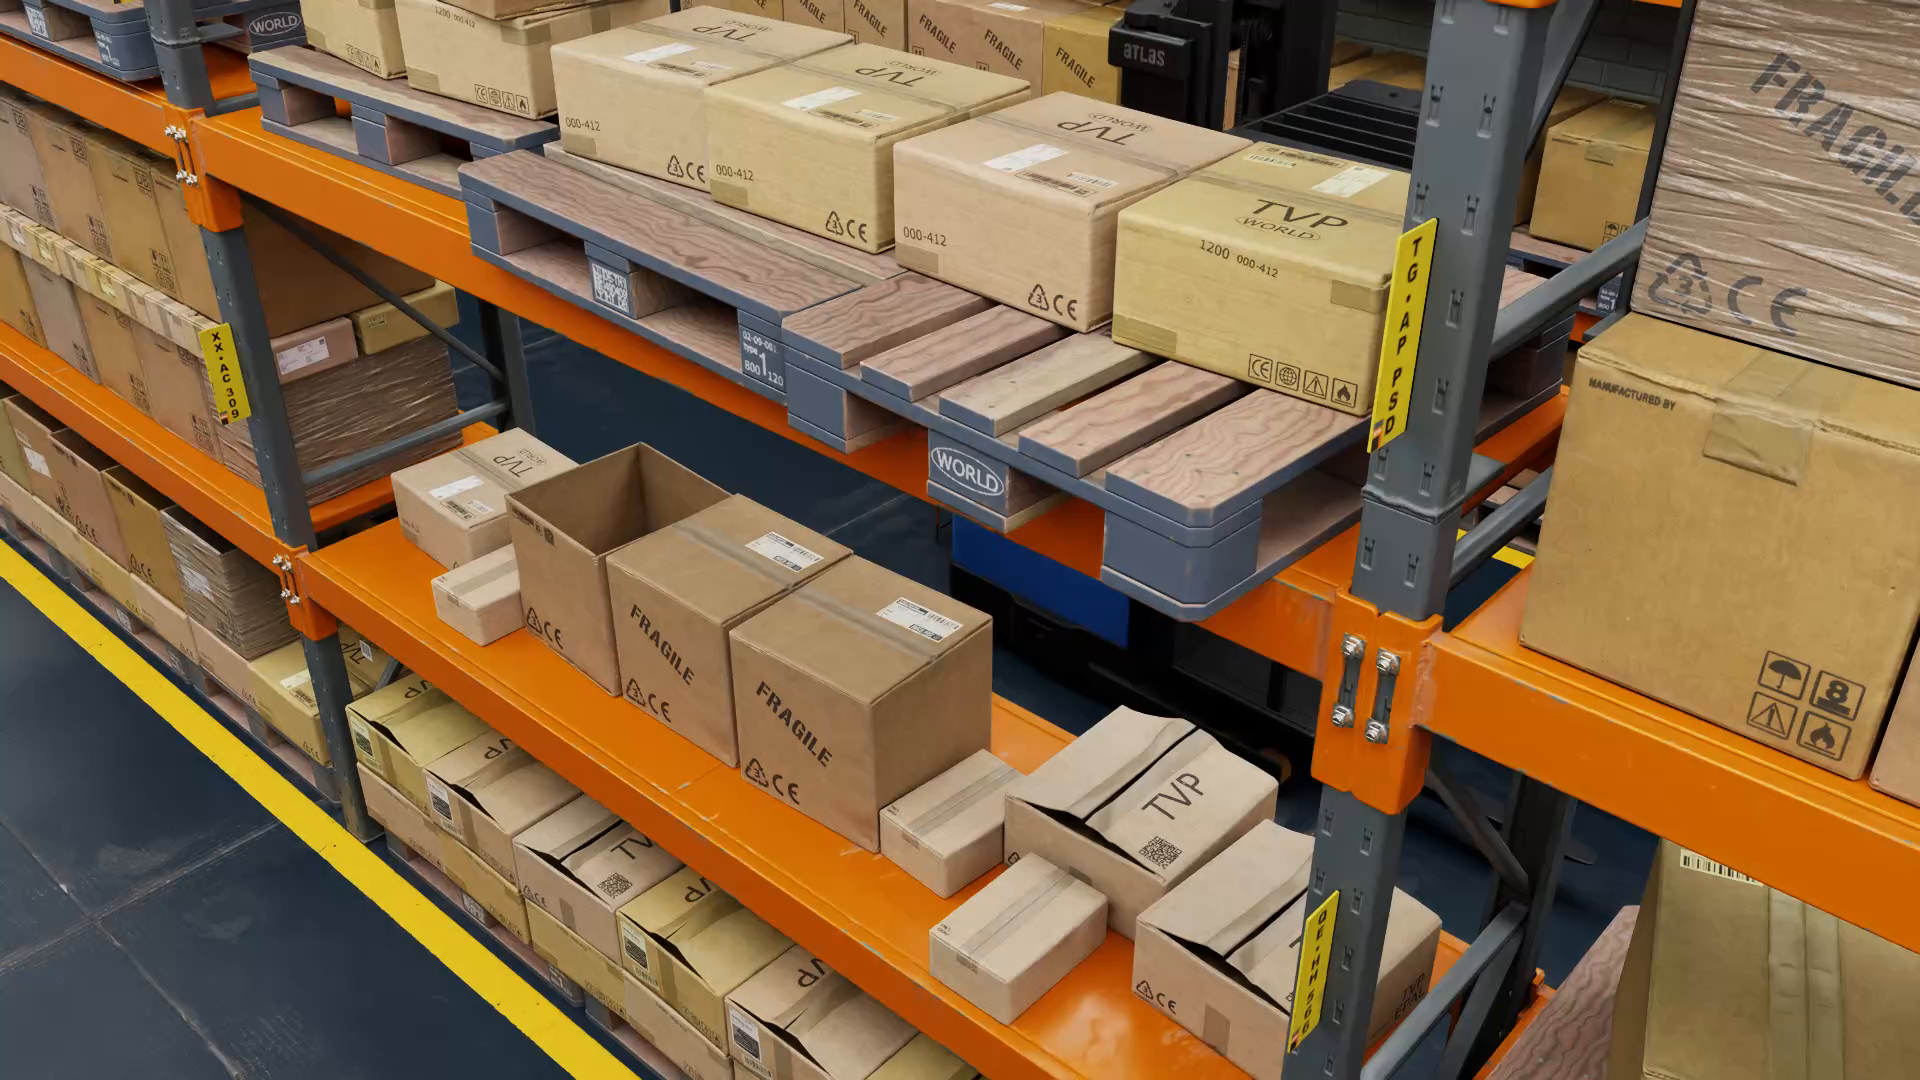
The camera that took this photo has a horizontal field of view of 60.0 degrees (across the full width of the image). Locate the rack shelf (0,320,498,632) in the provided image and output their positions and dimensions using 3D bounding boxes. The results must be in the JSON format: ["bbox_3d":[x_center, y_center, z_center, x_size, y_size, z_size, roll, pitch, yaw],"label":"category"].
[{"bbox_3d":[-3.454,-0.718,7.233,4.000,0.370,1.077,25,39,35],"label":"rack shelf"}]

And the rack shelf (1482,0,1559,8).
[{"bbox_3d":[2.478,-0.349,1.189,4.000,0.370,1.077,25,39,35],"label":"rack shelf"}]

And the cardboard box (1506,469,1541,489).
[{"bbox_3d":[3.056,-0.576,8.296,0.500,0.500,0.700,25,39,35],"label":"cardboard box"}]

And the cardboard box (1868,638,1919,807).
[{"bbox_3d":[1.719,0.037,2.276,0.500,0.500,0.910,25,39,35],"label":"cardboard box"}]

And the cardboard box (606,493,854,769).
[{"bbox_3d":[-0.650,0.250,4.829,0.500,0.500,0.500,25,39,35],"label":"cardboard box"}]

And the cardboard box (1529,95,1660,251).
[{"bbox_3d":[3.022,-1.658,7.573,0.500,0.500,0.700,25,39,35],"label":"cardboard box"}]

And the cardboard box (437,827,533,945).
[{"bbox_3d":[-1.460,1.075,5.814,0.500,0.250,0.500,26,40,36],"label":"cardboard box"}]

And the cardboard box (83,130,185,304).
[{"bbox_3d":[-2.679,-1.259,6.078,0.500,0.500,0.700,25,39,35],"label":"cardboard box"}]

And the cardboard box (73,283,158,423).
[{"bbox_3d":[-3.069,-0.884,6.712,0.500,0.500,0.700,26,39,36],"label":"cardboard box"}]

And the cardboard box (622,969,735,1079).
[{"bbox_3d":[-0.697,1.430,5.225,0.500,0.250,0.500,26,40,36],"label":"cardboard box"}]

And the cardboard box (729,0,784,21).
[{"bbox_3d":[-1.103,-3.425,10.430,0.500,0.500,0.500,25,39,35],"label":"cardboard box"}]

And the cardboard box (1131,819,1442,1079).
[{"bbox_3d":[0.755,0.946,3.857,0.500,0.311,0.500,-27,40,-37],"label":"cardboard box"}]

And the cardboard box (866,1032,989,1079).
[{"bbox_3d":[0.052,1.543,4.493,0.500,0.311,0.500,24,39,34],"label":"cardboard box"}]

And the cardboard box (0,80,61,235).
[{"bbox_3d":[-3.420,-1.605,6.653,0.500,0.500,0.700,25,39,35],"label":"cardboard box"}]

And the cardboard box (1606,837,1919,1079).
[{"bbox_3d":[1.538,1.002,3.173,0.500,0.500,0.700,12,33,19],"label":"cardboard box"}]

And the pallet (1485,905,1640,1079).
[{"bbox_3d":[1.545,1.340,3.302,1.003,0.211,1.213,25,39,35],"label":"pallet"}]

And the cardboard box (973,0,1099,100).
[{"bbox_3d":[0.419,-2.711,9.245,0.500,0.500,0.500,25,39,35],"label":"cardboard box"}]

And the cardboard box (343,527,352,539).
[{"bbox_3d":[-2.480,-0.108,7.053,0.500,0.500,0.500,25,39,35],"label":"cardboard box"}]

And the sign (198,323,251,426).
[{"bbox_3d":[-2.342,-0.526,5.300,0.005,0.325,0.100,25,39,35],"label":"sign"}]

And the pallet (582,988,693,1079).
[{"bbox_3d":[-0.489,1.522,5.516,1.213,0.211,1.003,25,39,35],"label":"pallet"}]

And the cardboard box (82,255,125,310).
[{"bbox_3d":[-3.069,-1.020,6.310,0.250,0.149,0.380,25,39,35],"label":"cardboard box"}]

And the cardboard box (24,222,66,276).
[{"bbox_3d":[-3.455,-1.198,6.606,0.250,0.149,0.380,27,40,37],"label":"cardboard box"}]

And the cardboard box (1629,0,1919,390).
[{"bbox_3d":[1.314,-0.553,2.285,0.500,0.500,0.500,25,39,35],"label":"cardboard box"}]

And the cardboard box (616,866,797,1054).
[{"bbox_3d":[-0.691,1.193,5.075,0.500,0.311,0.500,26,40,36],"label":"cardboard box"}]

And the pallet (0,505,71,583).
[{"bbox_3d":[-4.341,-0.276,8.503,1.213,0.211,1.003,25,39,35],"label":"pallet"}]

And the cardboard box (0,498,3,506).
[{"bbox_3d":[-4.688,-0.450,8.348,0.500,0.250,0.500,25,39,35],"label":"cardboard box"}]

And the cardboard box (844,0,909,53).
[{"bbox_3d":[-0.333,-3.070,9.840,0.500,0.500,0.500,26,40,36],"label":"cardboard box"}]

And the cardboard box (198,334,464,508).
[{"bbox_3d":[-2.304,-0.528,6.122,0.500,0.500,0.700,24,38,34],"label":"cardboard box"}]

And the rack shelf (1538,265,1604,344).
[{"bbox_3d":[2.834,-1.230,8.082,4.000,0.370,1.077,25,39,35],"label":"rack shelf"}]

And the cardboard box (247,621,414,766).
[{"bbox_3d":[-2.461,0.587,6.626,0.500,0.250,0.500,25,39,35],"label":"cardboard box"}]

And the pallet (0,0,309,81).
[{"bbox_3d":[-2.620,-1.867,5.620,1.213,0.211,1.003,25,39,35],"label":"pallet"}]

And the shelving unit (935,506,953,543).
[{"bbox_3d":[0.040,-0.431,7.948,0.252,1.050,0.215,25,39,35],"label":"shelving unit"}]

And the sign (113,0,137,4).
[{"bbox_3d":[-2.342,-1.662,4.616,0.005,0.325,0.100,25,39,35],"label":"sign"}]

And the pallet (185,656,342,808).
[{"bbox_3d":[-2.532,0.569,7.100,1.213,0.211,1.003,25,39,35],"label":"pallet"}]

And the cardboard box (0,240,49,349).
[{"bbox_3d":[-3.842,-1.241,7.306,0.500,0.500,0.700,25,39,35],"label":"cardboard box"}]

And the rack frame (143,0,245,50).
[{"bbox_3d":[-1.971,-2.905,4.350,0.127,3.000,1.000,25,39,35],"label":"rack frame"}]

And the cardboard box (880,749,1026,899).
[{"bbox_3d":[0.012,0.738,4.360,0.380,0.149,0.250,-26,40,-36],"label":"cardboard box"}]

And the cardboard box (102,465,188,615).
[{"bbox_3d":[-3.197,-0.084,7.012,0.500,0.500,0.500,25,39,35],"label":"cardboard box"}]

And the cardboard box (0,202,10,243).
[{"bbox_3d":[-3.834,-1.376,6.902,0.250,0.149,0.380,24,39,35],"label":"cardboard box"}]

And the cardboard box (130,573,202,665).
[{"bbox_3d":[-3.206,0.243,7.198,0.500,0.250,0.500,25,39,35],"label":"cardboard box"}]

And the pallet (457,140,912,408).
[{"bbox_3d":[-0.399,-0.741,3.847,1.213,0.211,1.003,27,40,37],"label":"pallet"}]

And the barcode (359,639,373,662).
[{"bbox_3d":[-2.061,0.384,5.770,0.075,0.075,0.001,25,39,35],"label":"barcode"}]

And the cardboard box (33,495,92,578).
[{"bbox_3d":[-3.944,-0.105,7.775,0.500,0.250,0.500,25,39,35],"label":"cardboard box"}]

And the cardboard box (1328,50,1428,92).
[{"bbox_3d":[2.115,-2.076,8.267,0.700,0.500,0.500,-25,39,-35],"label":"cardboard box"}]

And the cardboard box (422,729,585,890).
[{"bbox_3d":[-1.464,0.837,5.666,0.500,0.311,0.500,25,39,35],"label":"cardboard box"}]

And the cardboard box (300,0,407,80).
[{"bbox_3d":[-1.520,-1.518,4.694,0.500,0.250,0.500,-25,39,-35],"label":"cardboard box"}]

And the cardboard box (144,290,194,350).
[{"bbox_3d":[-2.694,-0.843,6.017,0.250,0.149,0.380,24,38,34],"label":"cardboard box"}]

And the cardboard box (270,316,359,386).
[{"bbox_3d":[-2.316,-0.667,5.724,0.250,0.149,0.380,25,39,35],"label":"cardboard box"}]

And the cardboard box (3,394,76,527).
[{"bbox_3d":[-3.937,-0.431,7.589,0.500,0.500,0.500,25,39,35],"label":"cardboard box"}]

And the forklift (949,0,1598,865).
[{"bbox_3d":[1.369,-0.572,6.358,3.031,2.935,1.130,26,40,36],"label":"forklift"}]

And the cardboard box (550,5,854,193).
[{"bbox_3d":[-0.594,-1.050,3.916,0.500,0.250,0.500,21,37,31],"label":"cardboard box"}]

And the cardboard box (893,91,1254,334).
[{"bbox_3d":[0.220,-0.661,3.269,0.500,0.250,0.500,26,40,36],"label":"cardboard box"}]

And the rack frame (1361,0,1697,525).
[{"bbox_3d":[0.995,-1.520,2.050,0.127,3.000,1.000,25,39,35],"label":"rack frame"}]

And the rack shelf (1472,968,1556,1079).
[{"bbox_3d":[2.478,2.050,2.633,4.000,0.370,1.077,25,39,35],"label":"rack shelf"}]

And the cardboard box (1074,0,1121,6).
[{"bbox_3d":[0.761,-2.919,9.589,0.500,0.500,0.500,25,39,35],"label":"cardboard box"}]

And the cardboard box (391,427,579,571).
[{"bbox_3d":[-1.576,-0.116,5.681,0.500,0.250,0.500,-27,40,-37],"label":"cardboard box"}]

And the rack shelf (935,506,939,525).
[{"bbox_3d":[0.040,-0.184,8.097,0.240,0.259,0.215,25,39,35],"label":"rack shelf"}]

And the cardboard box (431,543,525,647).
[{"bbox_3d":[-1.451,0.158,5.323,0.250,0.149,0.380,25,39,35],"label":"cardboard box"}]
